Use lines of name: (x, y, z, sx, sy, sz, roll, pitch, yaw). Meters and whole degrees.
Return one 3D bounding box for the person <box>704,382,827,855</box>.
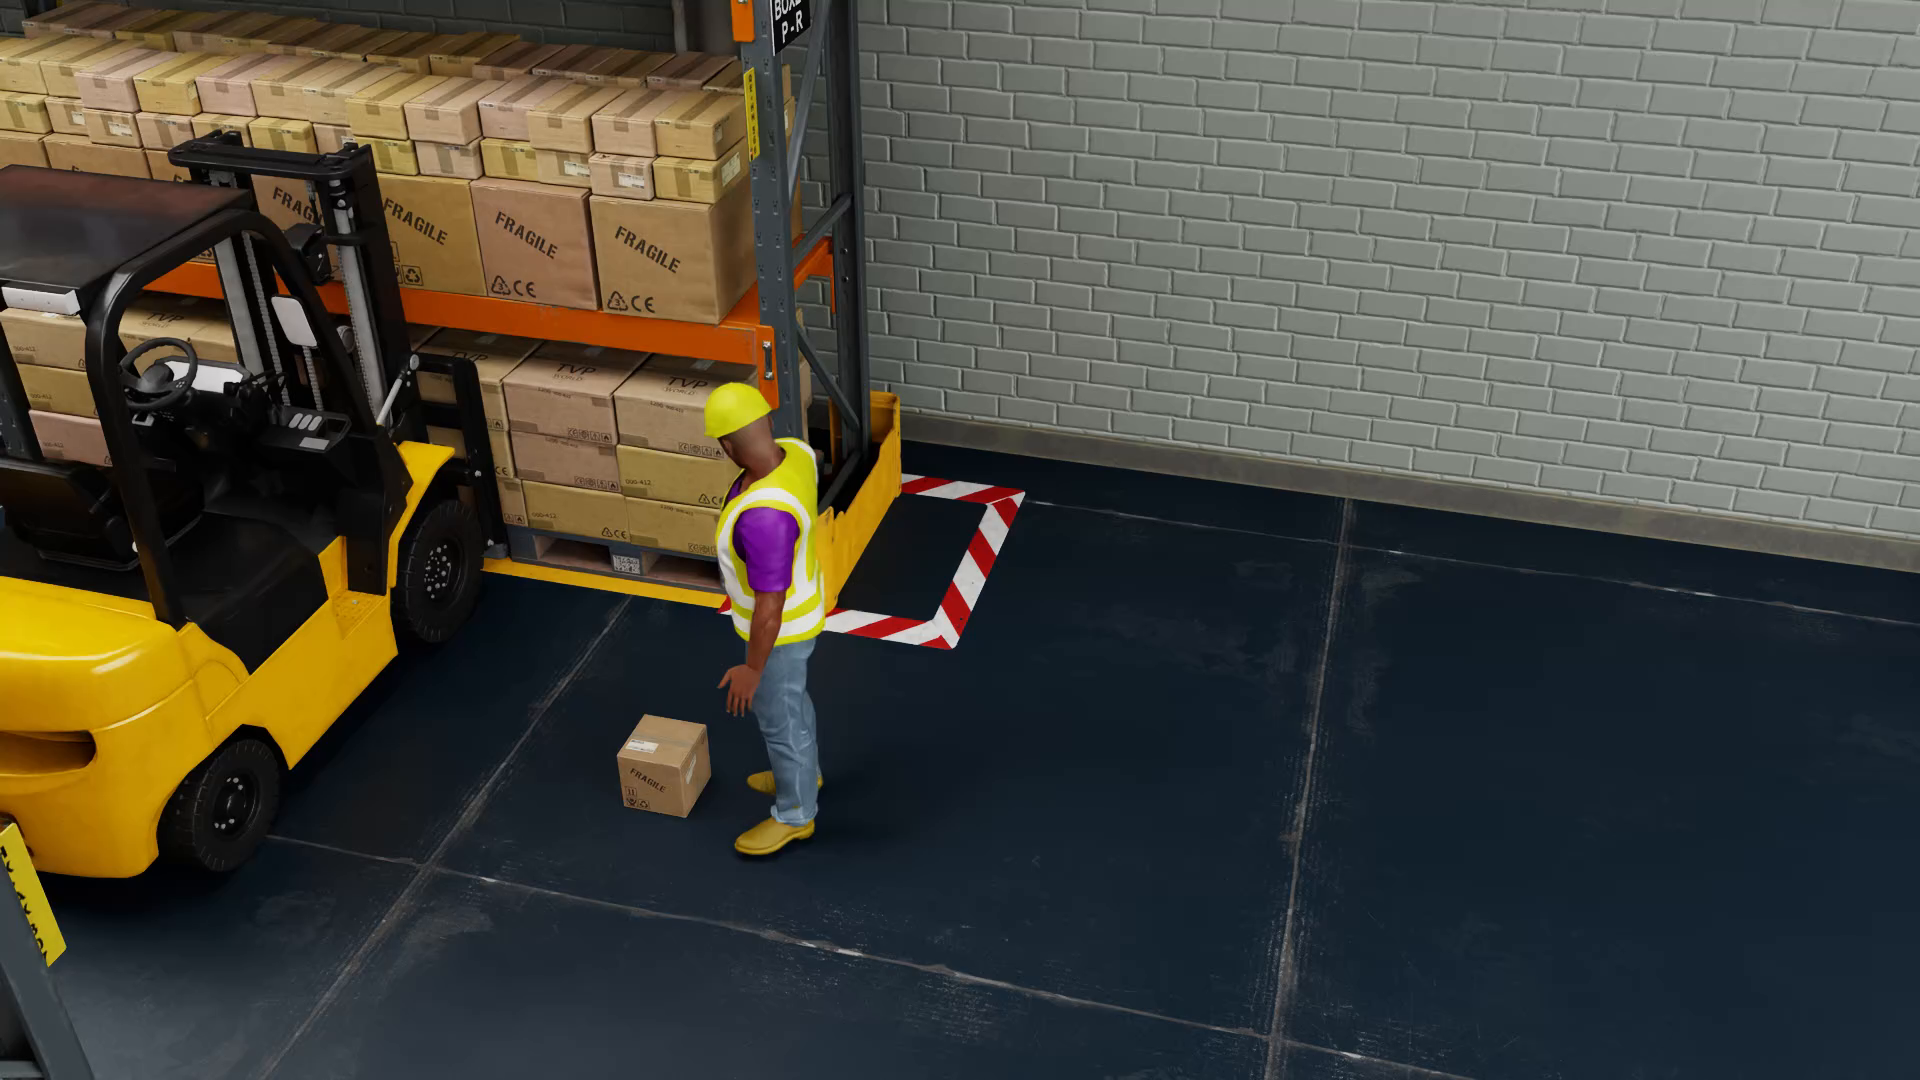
person: (-0.638, 0.279, 5.688, 0.368, 1.798, 0.486, -2, 33, -3)
